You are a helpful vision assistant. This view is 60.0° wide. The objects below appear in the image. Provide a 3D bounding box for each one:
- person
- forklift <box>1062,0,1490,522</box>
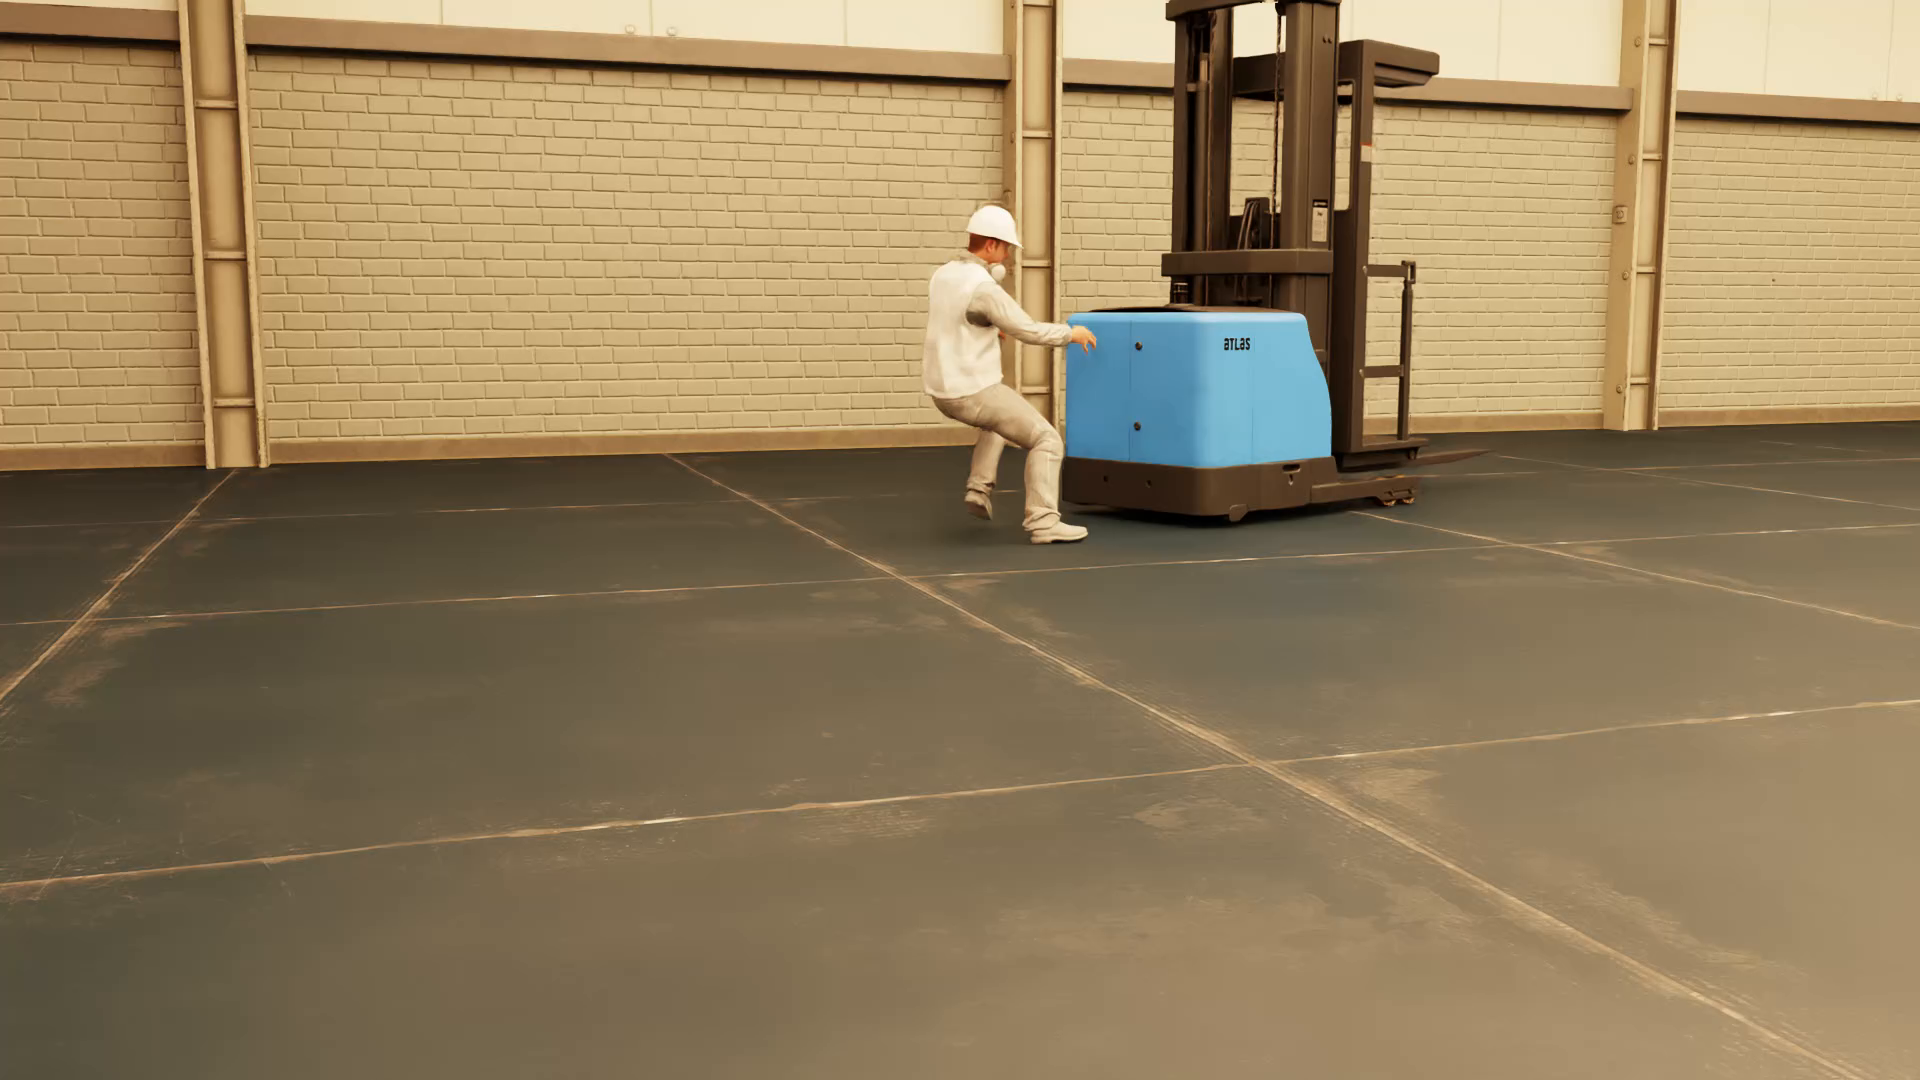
[{"bbox_3d":[0.211,-0.814,8.080,0.770,1.574,0.942,-4,9,-25],"label":"person"},{"bbox_3d":[1.972,-1.685,9.434,3.031,2.935,1.130,-7,11,-42],"label":"forklift"}]
